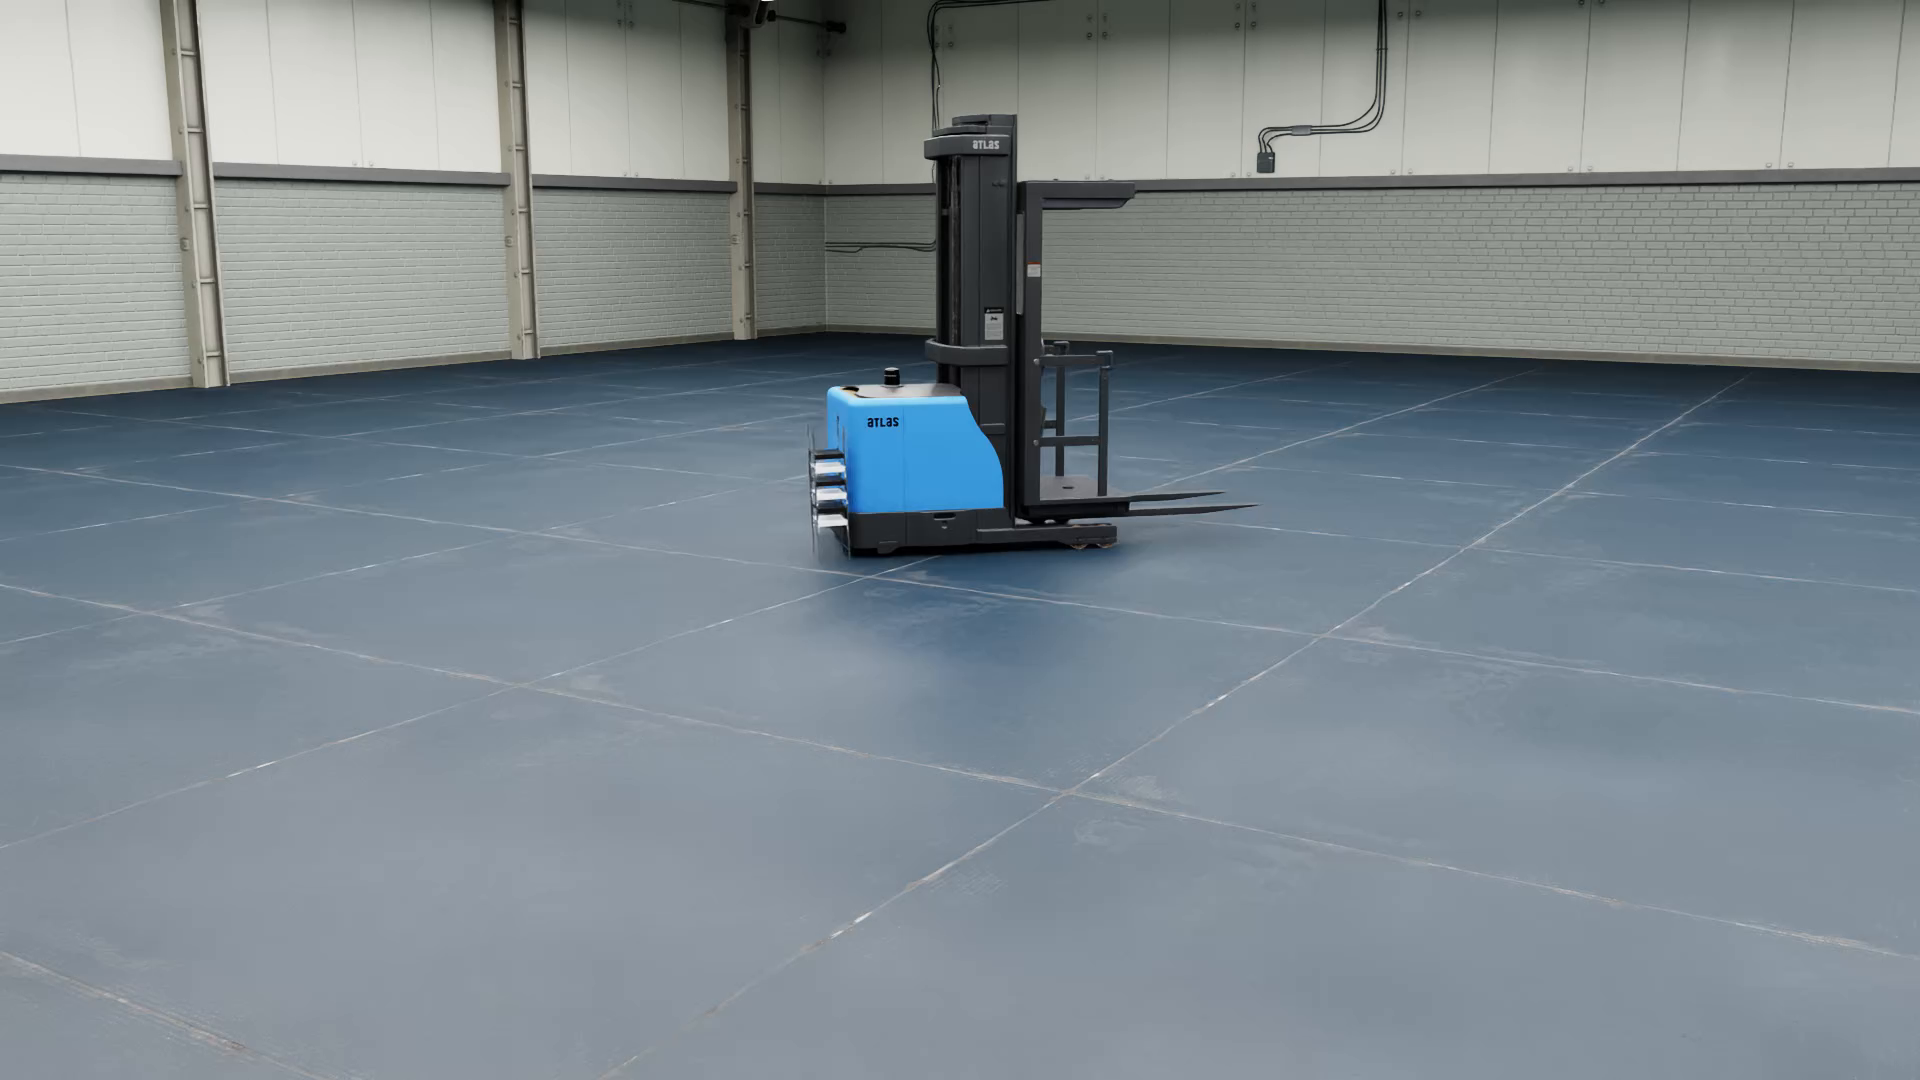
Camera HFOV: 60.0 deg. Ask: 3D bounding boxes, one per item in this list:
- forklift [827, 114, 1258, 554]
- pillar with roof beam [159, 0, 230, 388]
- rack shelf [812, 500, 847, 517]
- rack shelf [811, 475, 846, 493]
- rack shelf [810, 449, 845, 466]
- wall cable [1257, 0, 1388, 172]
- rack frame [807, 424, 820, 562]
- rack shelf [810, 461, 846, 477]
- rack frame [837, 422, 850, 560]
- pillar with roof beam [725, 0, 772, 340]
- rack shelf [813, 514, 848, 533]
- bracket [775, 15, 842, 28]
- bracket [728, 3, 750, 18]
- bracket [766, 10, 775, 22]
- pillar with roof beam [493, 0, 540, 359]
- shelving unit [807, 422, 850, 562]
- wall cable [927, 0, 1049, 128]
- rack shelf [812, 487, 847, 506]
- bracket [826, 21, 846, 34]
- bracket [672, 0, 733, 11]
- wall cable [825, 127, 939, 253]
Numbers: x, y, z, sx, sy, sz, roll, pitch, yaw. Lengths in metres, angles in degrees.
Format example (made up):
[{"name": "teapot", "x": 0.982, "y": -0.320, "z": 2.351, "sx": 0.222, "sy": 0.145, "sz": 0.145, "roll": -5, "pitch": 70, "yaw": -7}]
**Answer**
[{"name": "forklift", "x": 0.611, "y": -1.469, "z": 11.749, "sx": 3.031, "sy": 2.935, "sz": 1.130, "roll": -3, "pitch": 11, "yaw": -14}, {"name": "pillar with roof beam", "x": -6.881, "y": -6.181, "z": 20.429, "sx": 9.100, "sy": 9.000, "sz": 0.400, "roll": 6, "pitch": 12, "yaw": 31}, {"name": "rack shelf", "x": -0.877, "y": -0.203, "z": 11.159, "sx": 0.200, "sy": 0.077, "sz": 0.258, "roll": -4, "pitch": 11, "yaw": -13}, {"name": "rack shelf", "x": -0.882, "y": -0.380, "z": 11.124, "sx": 0.200, "sy": 0.077, "sz": 0.258, "roll": -4, "pitch": 11, "yaw": -13}, {"name": "rack shelf", "x": -0.888, "y": -0.556, "z": 11.090, "sx": 0.200, "sy": 0.077, "sz": 0.258, "roll": -4, "pitch": 11, "yaw": -13}, {"name": "wall cable", "x": 6.435, "y": -9.579, "z": 29.336, "sx": 2.305, "sy": 6.003, "sz": 0.169, "roll": 6, "pitch": 12, "yaw": 31}, {"name": "rack frame", "x": -0.979, "y": -0.316, "z": 11.112, "sx": 0.006, "sy": 0.900, "sz": 0.240, "roll": -4, "pitch": 11, "yaw": -13}, {"name": "rack shelf", "x": -0.885, "y": -0.468, "z": 11.107, "sx": 0.200, "sy": 0.077, "sz": 0.258, "roll": -4, "pitch": 11, "yaw": -13}, {"name": "rack frame", "x": -0.782, "y": -0.332, "z": 11.159, "sx": 0.006, "sy": 0.900, "sz": 0.240, "roll": -4, "pitch": 11, "yaw": -13}, {"name": "pillar with roof beam", "x": -0.651, "y": -8.068, "z": 30.510, "sx": 9.100, "sy": 9.000, "sz": 0.548, "roll": 6, "pitch": 12, "yaw": 31}, {"name": "rack shelf", "x": -0.874, "y": -0.115, "z": 11.176, "sx": 0.200, "sy": 0.077, "sz": 0.258, "roll": -4, "pitch": 11, "yaw": -13}, {"name": "bracket", "x": -2.888, "y": -10.560, "z": 34.038, "sx": 0.076, "sy": 0.066, "sz": 3.189, "roll": 6, "pitch": 12, "yaw": 31}, {"name": "bracket", "x": -4.242, "y": -10.149, "z": 31.846, "sx": 0.235, "sy": 0.232, "sz": 0.430, "roll": 6, "pitch": 12, "yaw": 31}, {"name": "bracket", "x": -3.811, "y": -10.280, "z": 32.544, "sx": 0.235, "sy": 0.232, "sz": 0.430, "roll": 6, "pitch": 12, "yaw": 31}, {"name": "pillar with roof beam", "x": -3.766, "y": -7.124, "z": 25.470, "sx": 9.100, "sy": 9.000, "sz": 0.400, "roll": 6, "pitch": 12, "yaw": 31}, {"name": "shelving unit", "x": -0.881, "y": -0.324, "z": 11.135, "sx": 0.210, "sy": 0.900, "sz": 0.258, "roll": -4, "pitch": 11, "yaw": -13}, {"name": "wall cable", "x": 0.641, "y": -9.514, "z": 32.948, "sx": 3.097, "sy": 2.526, "sz": 0.112, "roll": 6, "pitch": 12, "yaw": 31}, {"name": "rack shelf", "x": -0.880, "y": -0.291, "z": 11.142, "sx": 0.200, "sy": 0.077, "sz": 0.258, "roll": -4, "pitch": 11, "yaw": -13}, {"name": "bracket", "x": -2.581, "y": -10.653, "z": 34.534, "sx": 0.235, "sy": 0.232, "sz": 0.430, "roll": 6, "pitch": 12, "yaw": 31}, {"name": "bracket", "x": -5.580, "y": -9.744, "z": 29.682, "sx": 0.076, "sy": 0.066, "sz": 4.783, "roll": 6, "pitch": 12, "yaw": 31}, {"name": "wall cable", "x": -1.671, "y": -7.290, "z": 34.793, "sx": 3.097, "sy": 2.526, "sz": 0.112, "roll": 6, "pitch": 12, "yaw": 31}]
